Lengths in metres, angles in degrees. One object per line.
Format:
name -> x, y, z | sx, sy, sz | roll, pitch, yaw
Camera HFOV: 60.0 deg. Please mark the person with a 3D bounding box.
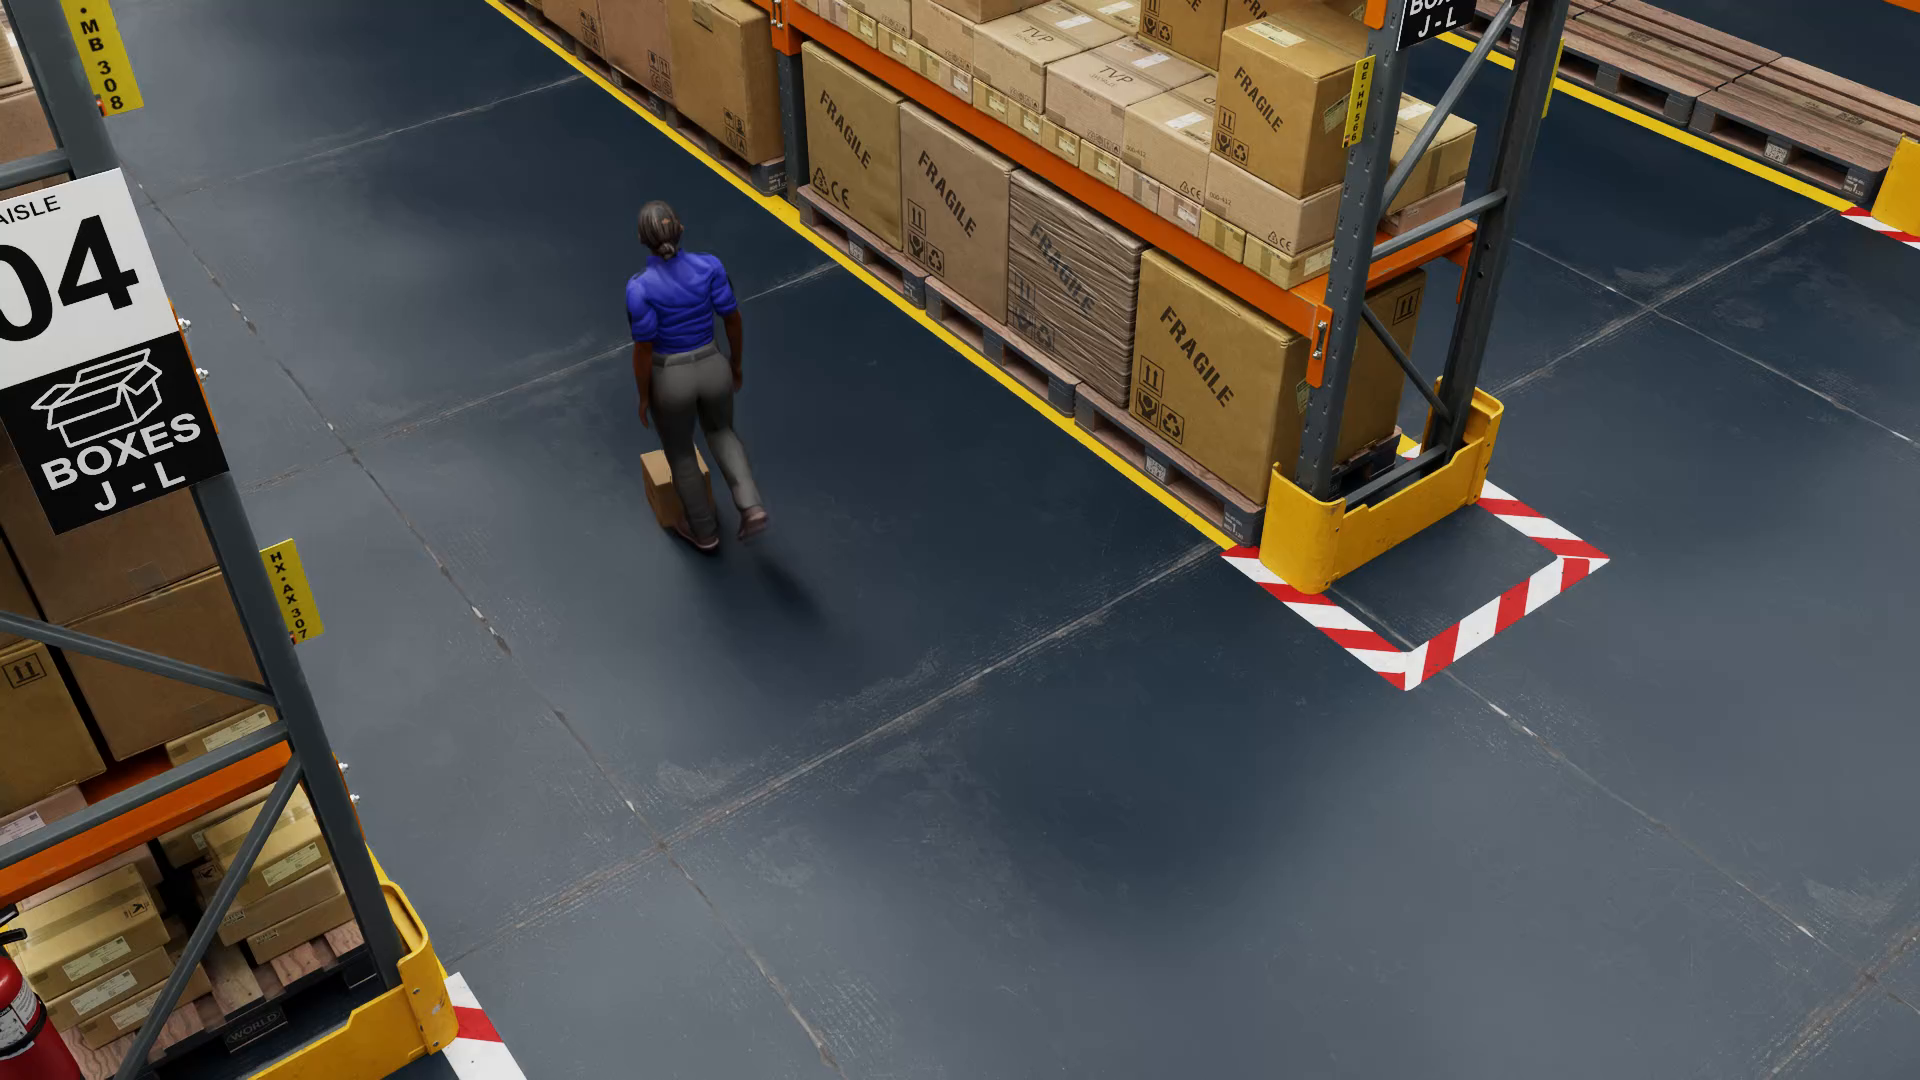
person -> -1.076, -0.614, 6.865 | 0.482, 1.643, 0.513 | -21, 45, -23
